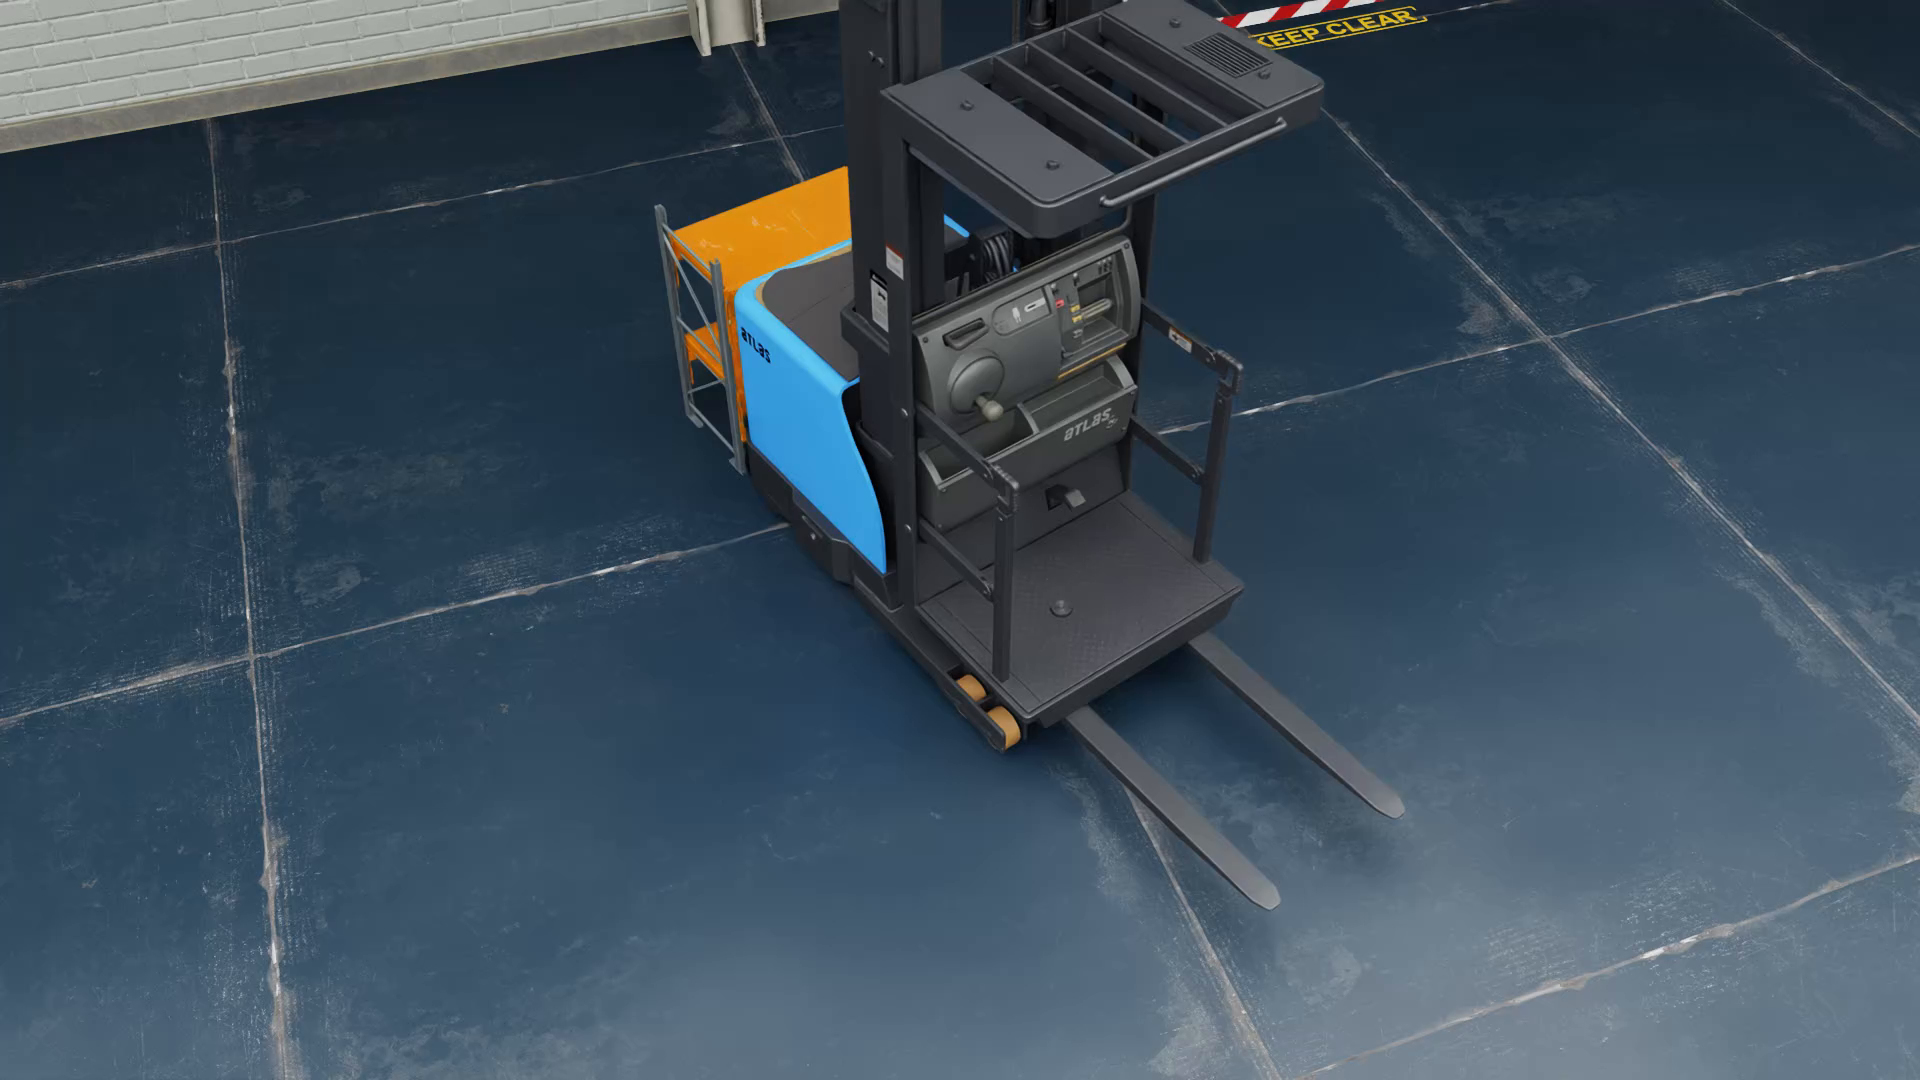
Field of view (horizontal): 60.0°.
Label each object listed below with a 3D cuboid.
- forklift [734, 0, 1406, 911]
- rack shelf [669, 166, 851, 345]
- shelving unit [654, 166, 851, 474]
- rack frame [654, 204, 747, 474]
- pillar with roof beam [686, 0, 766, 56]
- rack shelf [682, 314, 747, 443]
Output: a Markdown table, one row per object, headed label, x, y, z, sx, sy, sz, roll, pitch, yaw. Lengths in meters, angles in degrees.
| label | x | y | z | sx | sy | sz | roll | pitch | yaw |
| --- | --- | --- | --- | --- | --- | --- | --- | --- | --- |
| forklift | 0.381 | -0.644 | 5.632 | 1.130 | 2.935 | 3.031 | -28 | 52 | -25 |
| rack shelf | -0.688 | -1.253 | 7.100 | 1.000 | 0.278 | 0.538 | -27 | 51 | -24 |
| shelving unit | -0.688 | -1.046 | 7.307 | 1.048 | 1.125 | 0.538 | -27 | 51 | -24 |
| rack frame | -1.101 | -0.837 | 7.098 | 0.032 | 1.125 | 0.500 | -27 | 51 | -24 |
| pillar with roof beam | 0.054 | -3.351 | 4.046 | 0.400 | 9.000 | 9.100 | -14 | 47 | -14 |
| rack shelf | -0.688 | -0.873 | 7.480 | 1.000 | 0.278 | 0.538 | -27 | 51 | -24 |
